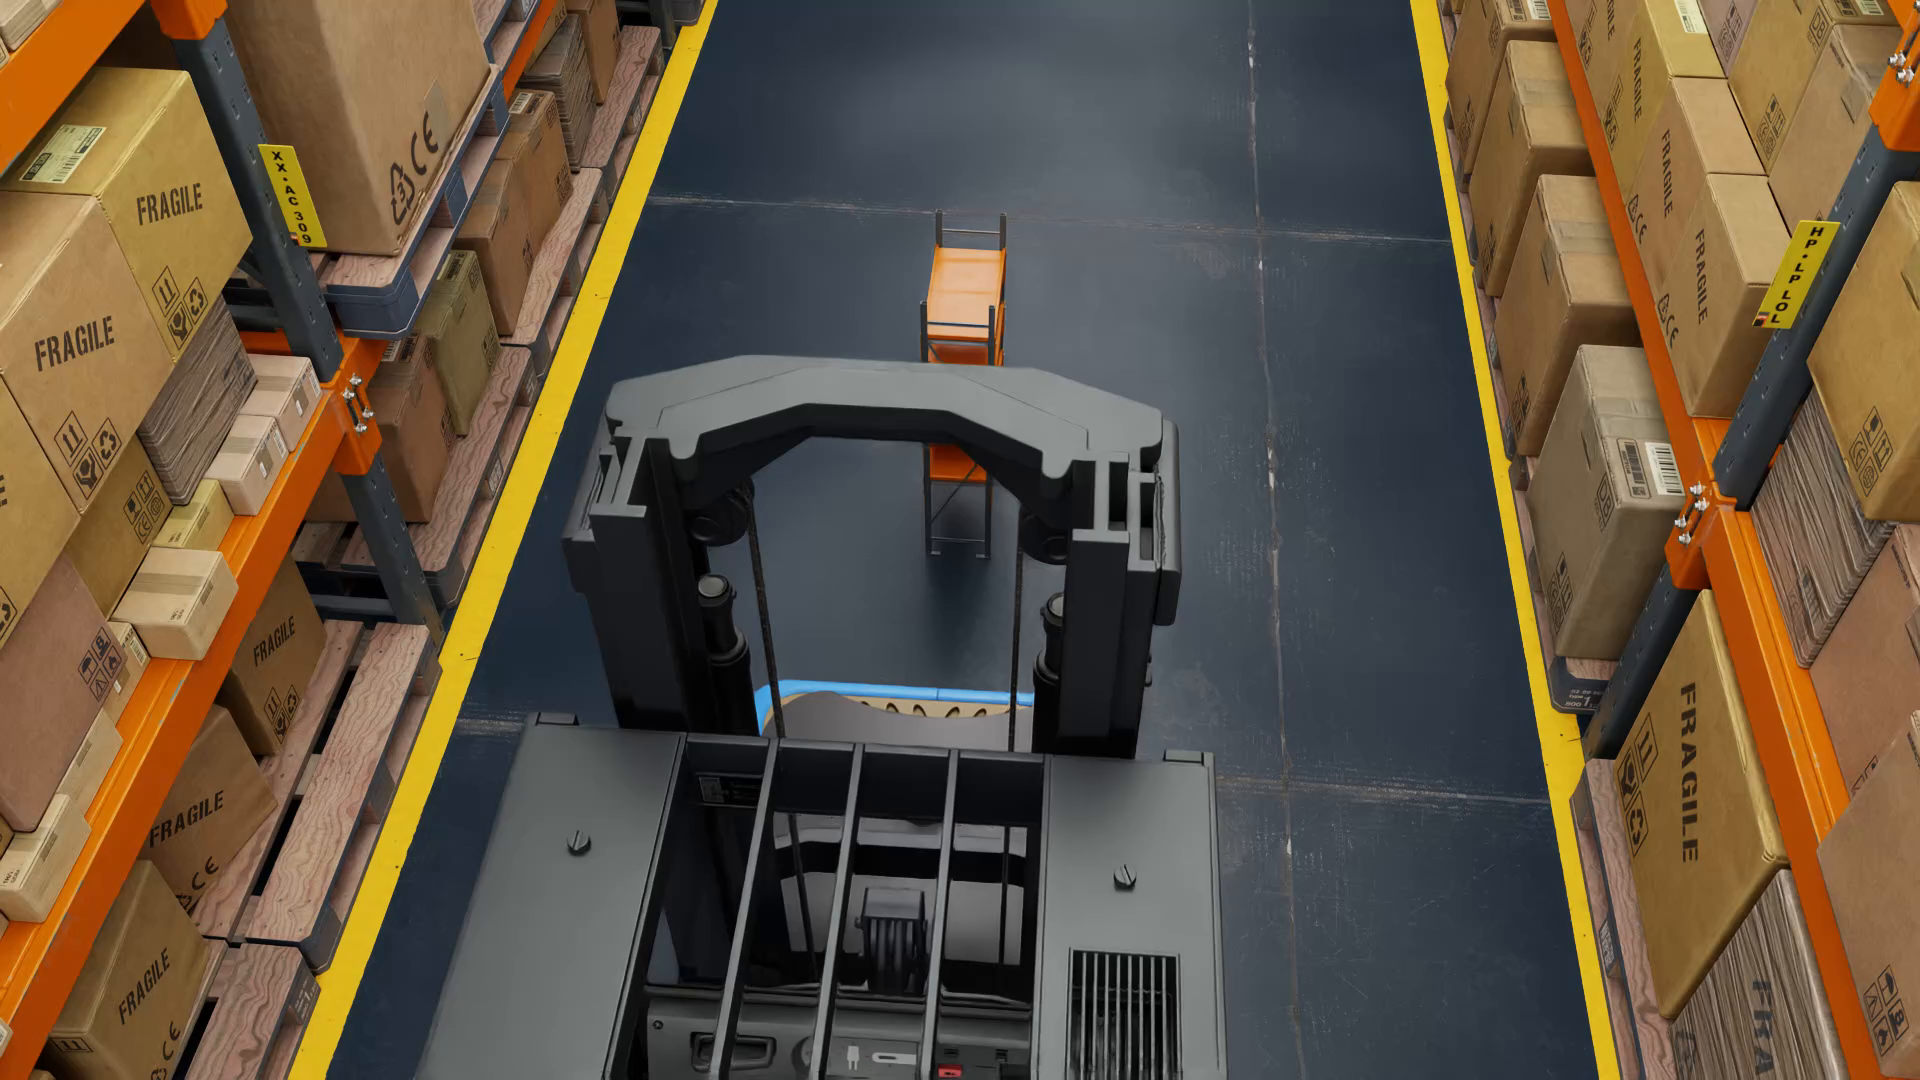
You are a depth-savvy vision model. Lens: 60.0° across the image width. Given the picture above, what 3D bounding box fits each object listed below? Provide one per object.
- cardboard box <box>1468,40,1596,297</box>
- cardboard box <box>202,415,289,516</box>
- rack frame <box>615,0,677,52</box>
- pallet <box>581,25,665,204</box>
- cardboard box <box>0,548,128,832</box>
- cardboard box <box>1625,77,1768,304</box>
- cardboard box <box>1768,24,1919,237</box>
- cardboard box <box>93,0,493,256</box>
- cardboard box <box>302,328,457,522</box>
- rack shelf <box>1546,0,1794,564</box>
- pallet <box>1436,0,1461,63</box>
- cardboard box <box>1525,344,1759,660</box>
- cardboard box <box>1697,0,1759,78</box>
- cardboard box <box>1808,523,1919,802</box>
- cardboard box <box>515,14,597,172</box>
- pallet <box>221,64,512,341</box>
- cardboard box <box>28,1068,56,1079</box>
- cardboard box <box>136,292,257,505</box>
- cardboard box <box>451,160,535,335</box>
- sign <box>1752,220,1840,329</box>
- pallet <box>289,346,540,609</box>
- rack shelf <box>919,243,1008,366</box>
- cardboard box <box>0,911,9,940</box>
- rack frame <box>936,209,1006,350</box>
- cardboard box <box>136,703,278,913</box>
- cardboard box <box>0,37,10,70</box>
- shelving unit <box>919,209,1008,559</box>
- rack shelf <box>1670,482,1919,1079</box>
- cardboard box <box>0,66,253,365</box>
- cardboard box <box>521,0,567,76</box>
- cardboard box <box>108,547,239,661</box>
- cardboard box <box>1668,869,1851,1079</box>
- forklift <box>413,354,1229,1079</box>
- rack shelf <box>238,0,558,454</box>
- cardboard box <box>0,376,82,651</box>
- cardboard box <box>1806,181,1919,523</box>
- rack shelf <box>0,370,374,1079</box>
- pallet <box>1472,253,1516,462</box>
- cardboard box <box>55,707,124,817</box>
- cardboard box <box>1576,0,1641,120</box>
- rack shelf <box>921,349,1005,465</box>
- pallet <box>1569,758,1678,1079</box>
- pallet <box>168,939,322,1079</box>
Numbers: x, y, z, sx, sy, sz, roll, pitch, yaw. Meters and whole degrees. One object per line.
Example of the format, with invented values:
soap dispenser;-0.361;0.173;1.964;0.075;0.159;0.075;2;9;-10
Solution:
cardboard box;2.736;-1.492;6.821;1.050;0.750;0.750;5;48;4
cardboard box;-2.097;-0.216;4.585;0.380;0.149;0.250;4;48;4
rack frame;-1.973;-3.601;7.511;1.000;3.000;0.127;4;48;4
pallet;-2.046;-2.086;8.015;1.003;0.211;1.213;4;48;4
cardboard box;-2.466;0.270;3.701;0.875;0.500;0.500;4;48;4
cardboard box;2.420;-1.060;5.119;0.500;0.500;0.500;3;48;3
cardboard box;2.632;-0.990;4.378;0.700;0.500;0.500;3;48;3
cardboard box;-2.126;-1.580;4.971;1.000;1.000;1.000;4;48;4
cardboard box;-2.260;-0.416;5.994;0.700;0.500;0.500;1;48;1
rack shelf;2.775;-1.481;6.059;1.077;0.370;4.000;4;48;4
pallet;3.030;-2.826;8.692;1.003;0.211;1.213;4;48;4
cardboard box;2.559;-0.098;5.547;1.050;0.750;0.750;4;48;3
cardboard box;2.723;-1.740;5.063;0.700;0.500;0.500;4;48;4
cardboard box;2.543;0.373;3.774;0.875;0.550;0.550;4;48;4
cardboard box;-2.052;-2.004;7.446;0.700;0.500;0.500;0;48;0
pallet;-2.123;-1.149;5.398;1.003;0.211;1.213;4;48;4
cardboard box;-2.532;1.622;4.144;0.500;0.500;0.500;8;48;7
cardboard box;-2.440;-0.469;4.377;0.875;0.500;0.500;4;48;4
cardboard box;-2.147;-1.177;6.689;0.700;0.500;0.500;0;48;0
sign;2.051;-0.647;4.078;0.100;0.325;0.005;4;48;4
pallet;-2.268;-0.293;6.375;1.003;0.211;1.213;4;48;4
rack shelf;0.015;-0.792;5.629;0.258;0.148;0.480;4;48;4
cardboard box;-2.315;0.881;3.582;0.380;0.149;0.250;4;48;4
rack frame;0.037;-0.706;6.083;0.240;1.200;0.015;4;48;4
cardboard box;-2.459;0.753;4.938;0.500;0.500;0.500;18;50;16
cardboard box;-2.177;-0.888;3.098;0.500;0.250;0.500;5;48;5
shelving unit;0.015;-0.527;5.919;0.258;1.200;0.503;4;48;4
rack shelf;2.410;1.459;3.371;1.077;0.370;4.000;4;48;4
cardboard box;-2.105;-0.784;3.987;0.500;0.500;0.500;4;48;4
cardboard box;-2.042;-2.274;7.185;0.500;0.250;0.500;9;48;8
cardboard box;-2.091;0.155;4.246;0.380;0.149;0.250;4;48;4
cardboard box;2.387;1.442;4.054;0.875;0.875;0.875;4;48;4
forklift;-0.166;1.217;3.150;1.130;2.935;3.031;3;48;3
rack shelf;-2.155;-1.888;6.432;1.077;0.370;4.000;4;48;4
cardboard box;-2.195;-0.049;3.315;0.500;0.500;0.500;4;48;4
cardboard box;2.525;-0.400;3.750;0.875;0.550;0.550;4;48;4
rack shelf;-2.520;1.051;3.744;1.077;0.370;4.000;4;48;4
pallet;2.696;-0.784;6.824;1.003;0.211;1.213;4;48;4
cardboard box;-2.228;0.516;3.915;0.380;0.149;0.250;4;48;4
cardboard box;2.510;-1.805;5.800;0.500;0.500;0.500;3;48;3
rack shelf;0.015;-0.481;5.968;0.258;0.148;0.480;4;48;4
pallet;2.445;1.241;4.972;1.003;0.211;1.213;4;48;4
pallet;-2.472;1.674;4.576;1.003;0.211;1.213;4;48;4
